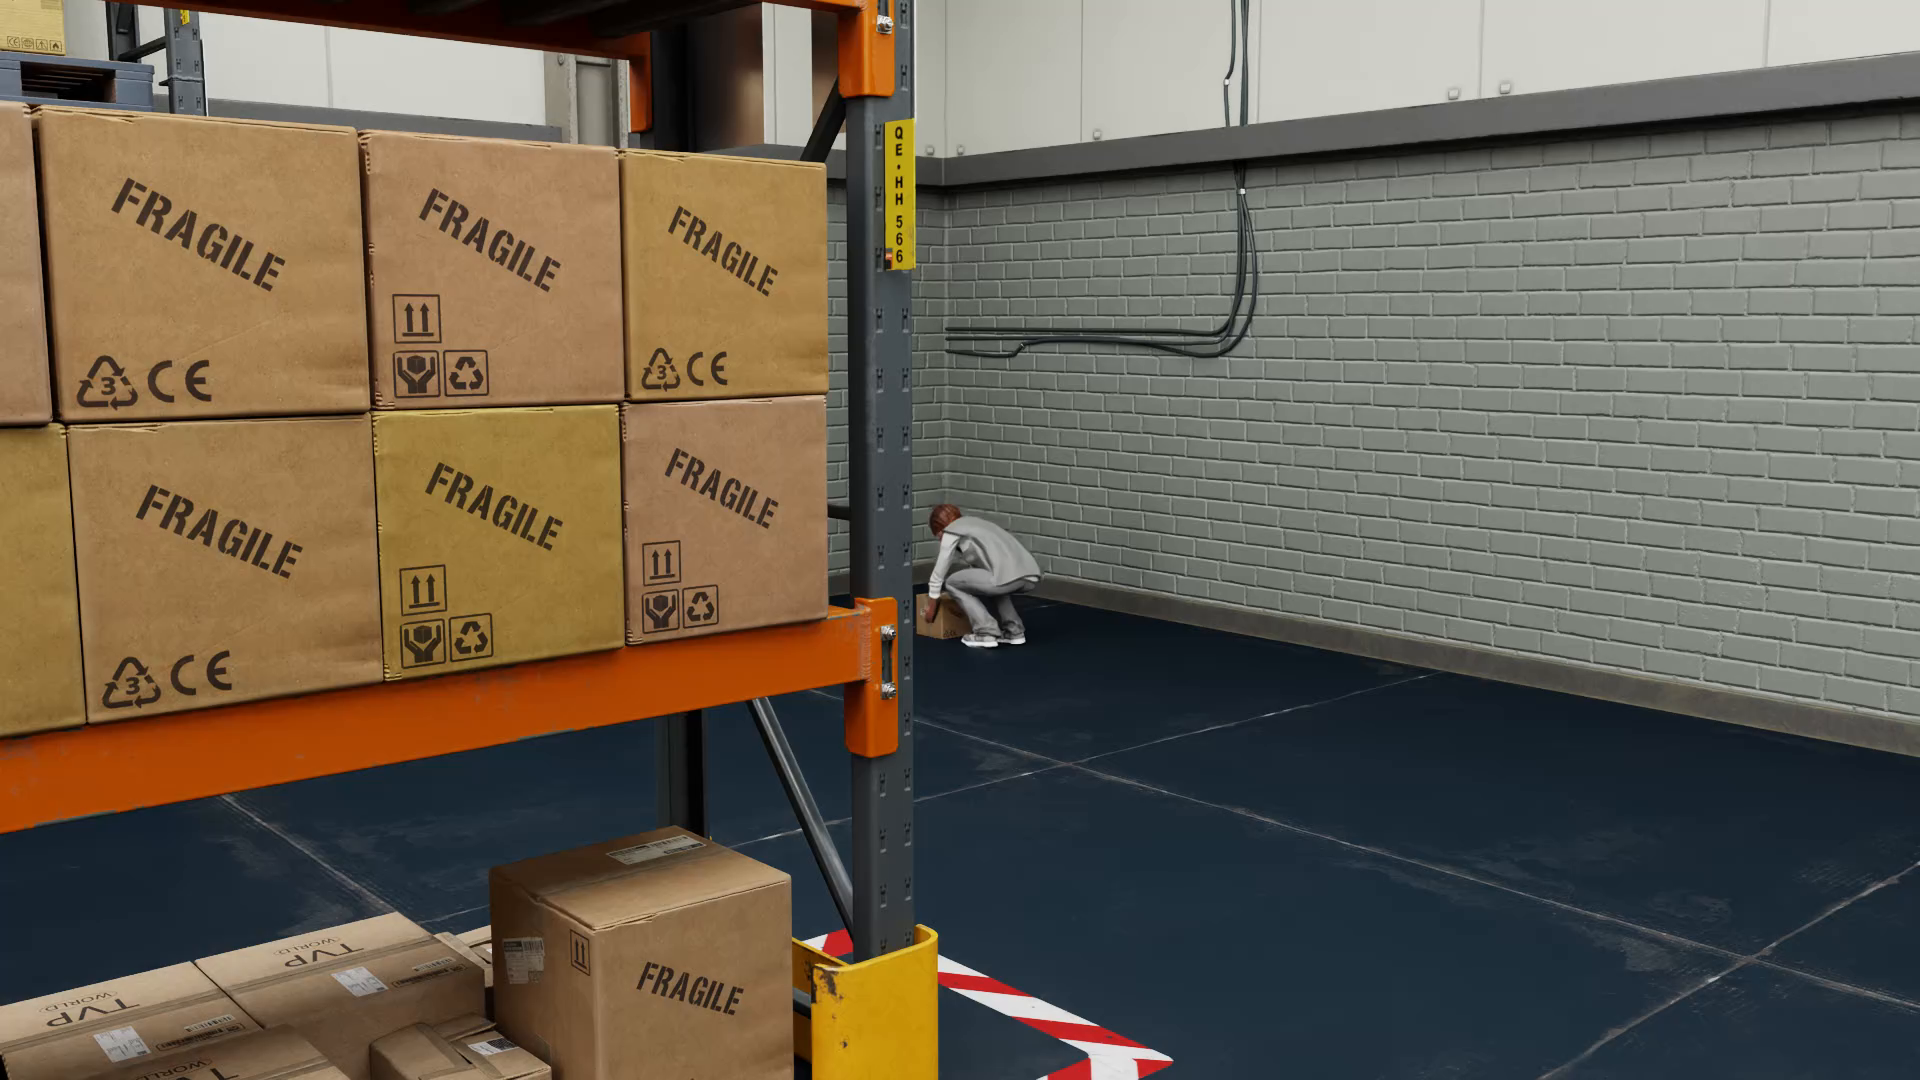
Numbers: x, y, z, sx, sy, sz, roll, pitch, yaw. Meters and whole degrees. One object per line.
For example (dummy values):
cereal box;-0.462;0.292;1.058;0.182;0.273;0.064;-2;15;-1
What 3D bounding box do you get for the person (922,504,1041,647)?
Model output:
person;0.131;0.220;10.093;0.443;0.829;0.803;-7;10;-41
